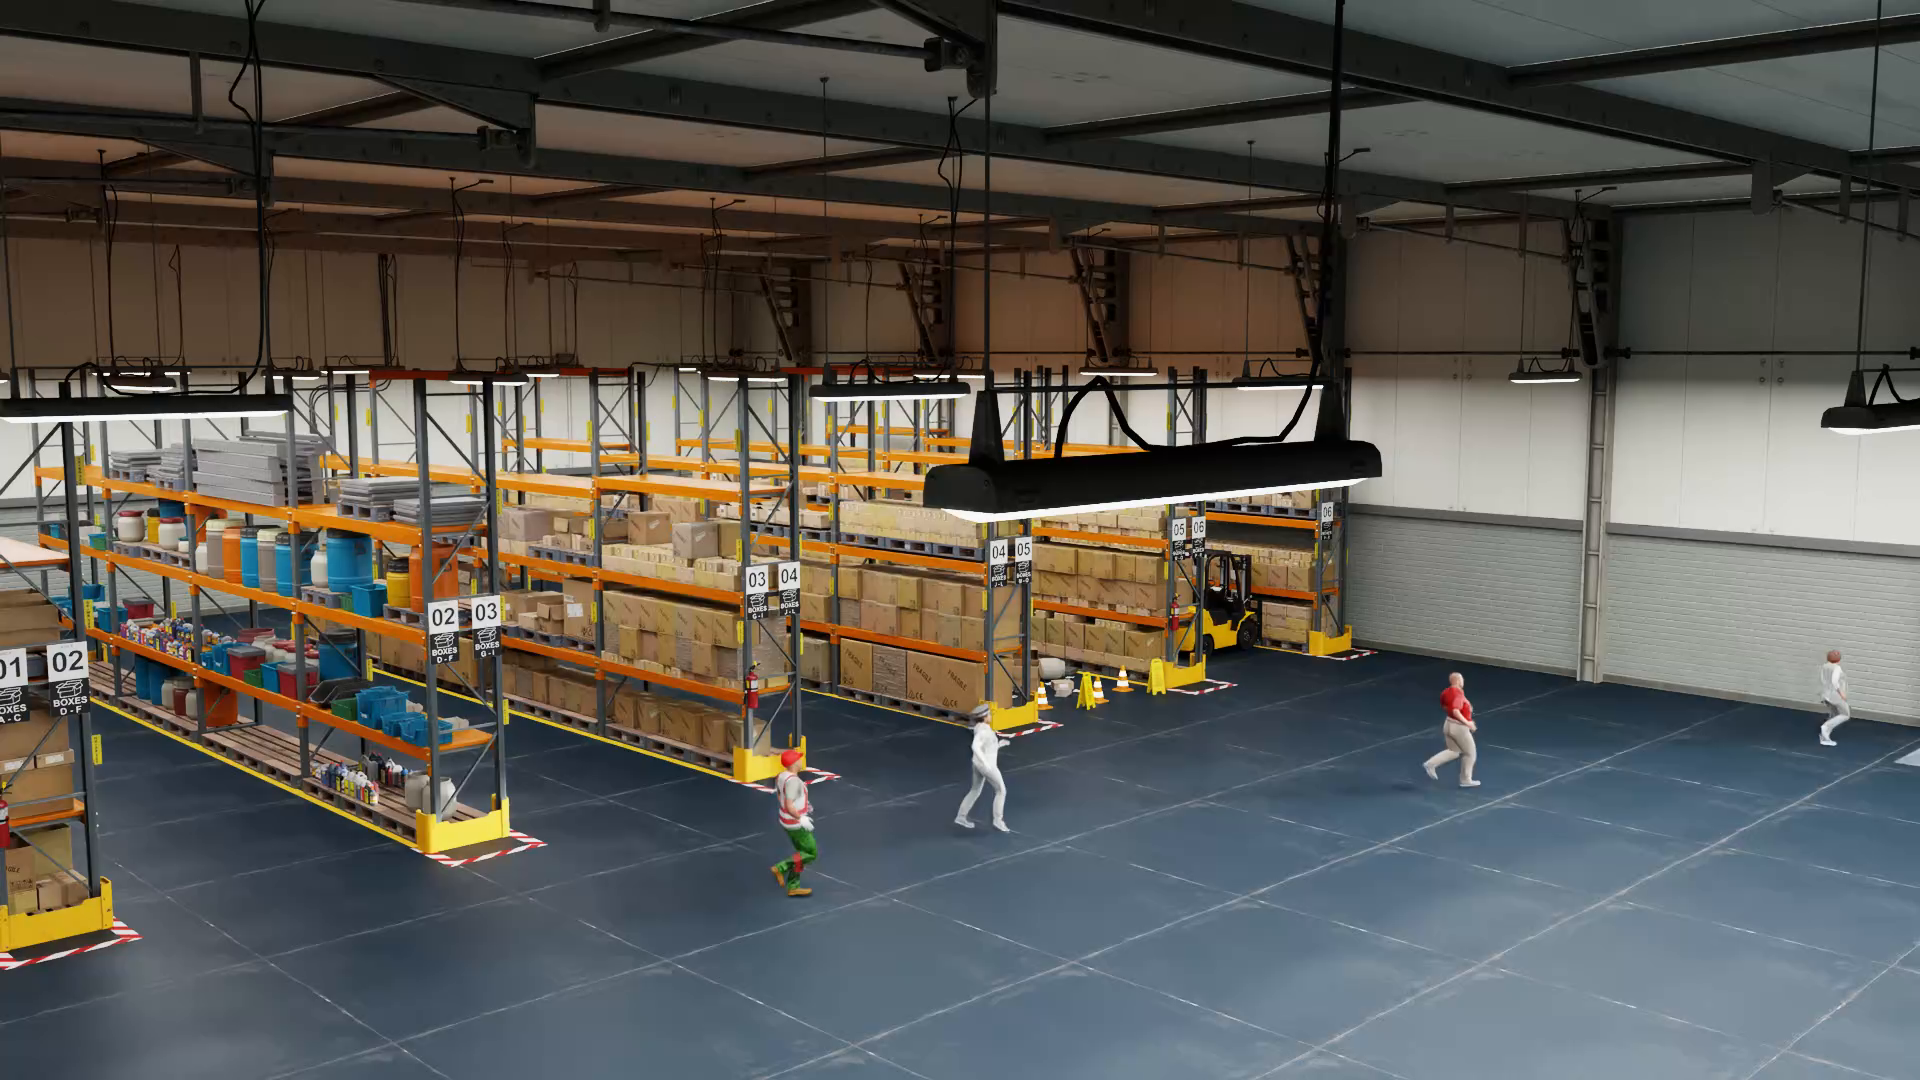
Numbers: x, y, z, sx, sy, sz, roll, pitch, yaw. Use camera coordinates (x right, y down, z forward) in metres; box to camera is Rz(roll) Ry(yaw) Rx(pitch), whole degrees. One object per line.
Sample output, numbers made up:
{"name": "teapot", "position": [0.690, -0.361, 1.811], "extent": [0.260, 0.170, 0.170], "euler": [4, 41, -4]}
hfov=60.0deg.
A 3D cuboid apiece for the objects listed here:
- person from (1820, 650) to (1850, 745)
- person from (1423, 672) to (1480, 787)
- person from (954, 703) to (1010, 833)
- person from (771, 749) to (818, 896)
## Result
{"name": "person", "position": [14.100, 2.542, 26.784], "extent": [0.537, 1.558, 0.530], "euler": [-1, 7, -8]}
{"name": "person", "position": [7.206, 2.761, 24.213], "extent": [0.830, 1.689, 0.675], "euler": [-1, 7, -10]}
{"name": "person", "position": [0.305, 3.021, 21.917], "extent": [0.761, 1.753, 0.581], "euler": [-3, 7, -21]}
{"name": "person", "position": [-1.949, 3.291, 19.354], "extent": [0.601, 1.738, 0.658], "euler": [-3, 7, -23]}
